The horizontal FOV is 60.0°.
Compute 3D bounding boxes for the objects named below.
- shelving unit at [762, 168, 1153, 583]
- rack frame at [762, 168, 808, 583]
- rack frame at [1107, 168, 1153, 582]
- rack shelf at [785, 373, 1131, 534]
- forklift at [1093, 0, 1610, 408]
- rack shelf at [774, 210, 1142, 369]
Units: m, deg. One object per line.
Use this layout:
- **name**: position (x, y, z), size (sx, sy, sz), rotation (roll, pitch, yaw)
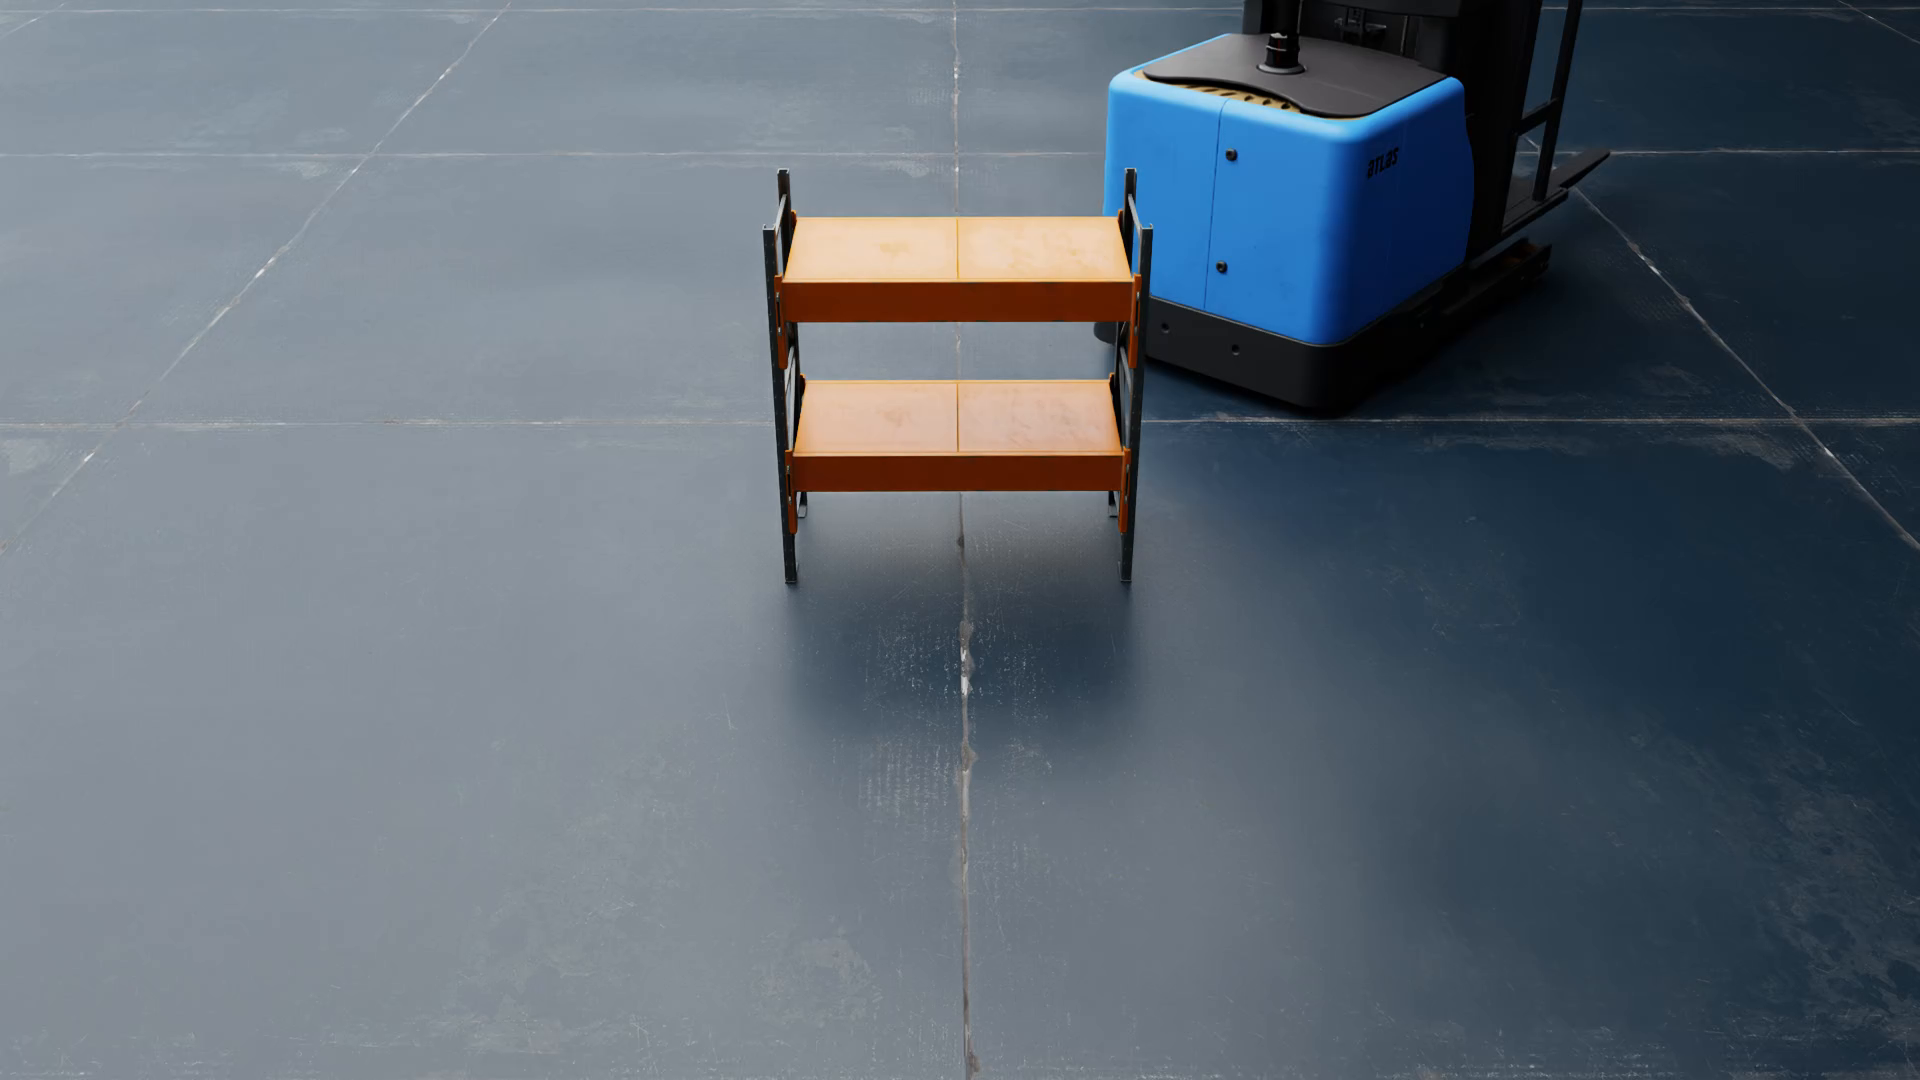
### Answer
- **shelving unit**: position (-0.007, -0.481, 4.958), size (1.048, 1.125, 0.538), rotation (0, 31, 0)
- **rack frame**: position (-0.515, -0.479, 4.956), size (0.032, 1.125, 0.500), rotation (0, 31, 0)
- **rack frame**: position (0.502, -0.482, 4.961), size (0.032, 1.125, 0.500), rotation (0, 31, 0)
- **rack shelf**: position (-0.007, -0.272, 5.085), size (1.000, 0.278, 0.538), rotation (0, 31, 0)
- **forklift**: position (1.845, -2.412, 6.400), size (1.130, 2.935, 3.031), rotation (23, 38, 33)
- **rack shelf**: position (-0.007, -0.731, 4.806), size (1.000, 0.278, 0.538), rotation (0, 31, 0)
